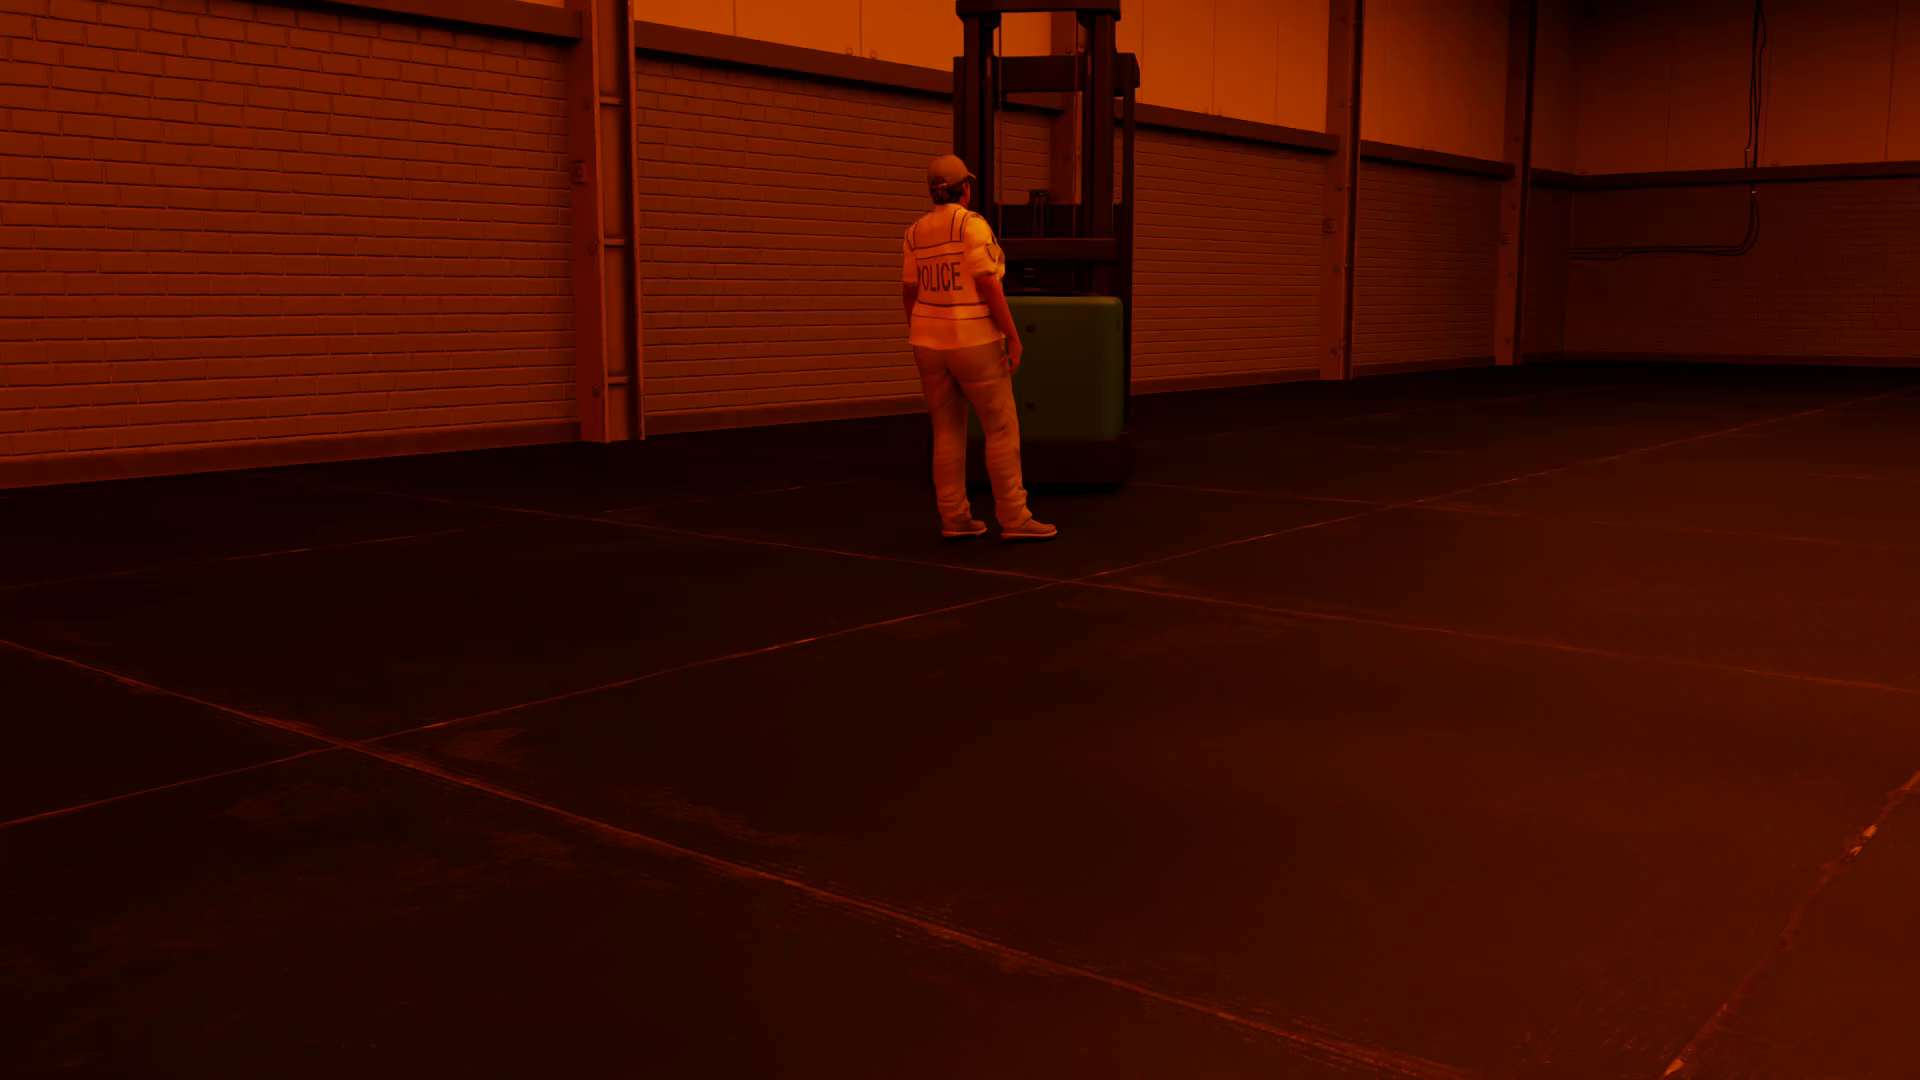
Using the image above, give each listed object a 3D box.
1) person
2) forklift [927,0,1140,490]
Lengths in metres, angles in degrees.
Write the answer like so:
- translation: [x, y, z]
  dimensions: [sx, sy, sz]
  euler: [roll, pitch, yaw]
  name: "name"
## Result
- translation: [0.066, -0.839, 7.328]
  dimensions: [0.598, 1.670, 0.529]
  euler: [7, 11, 38]
  name: "person"
- translation: [0.539, -1.908, 10.320]
  dimensions: [1.130, 2.935, 3.031]
  euler: [1, 8, 8]
  name: "forklift"
